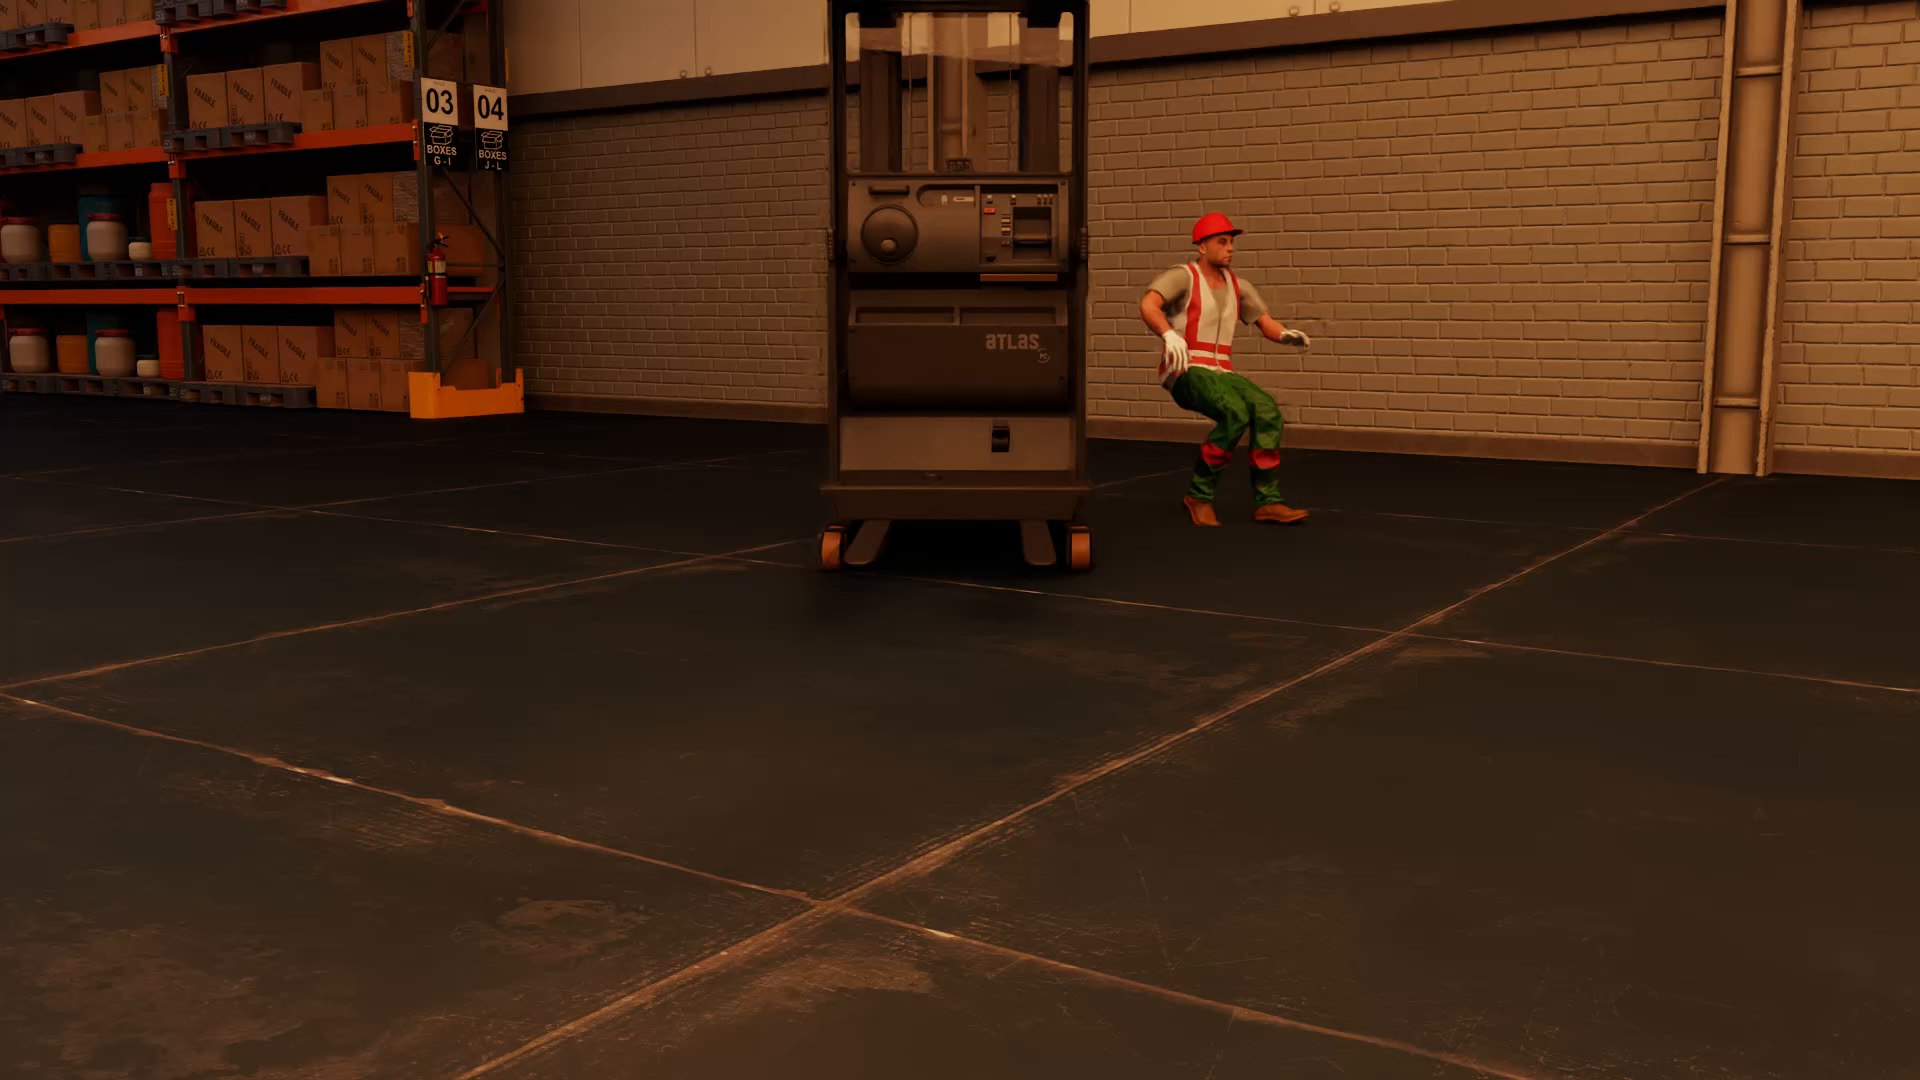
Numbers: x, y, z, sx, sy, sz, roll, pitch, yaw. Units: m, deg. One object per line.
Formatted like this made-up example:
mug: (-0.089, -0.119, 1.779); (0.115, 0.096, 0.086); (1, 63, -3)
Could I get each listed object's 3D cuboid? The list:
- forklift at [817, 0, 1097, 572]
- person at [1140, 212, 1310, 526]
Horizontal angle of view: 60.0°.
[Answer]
forklift: (-0.009, -1.365, 6.793); (1.130, 2.935, 3.031); (0, 8, 1)
person: (1.377, -0.849, 8.264); (0.870, 1.556, 0.877); (-6, 10, -38)
